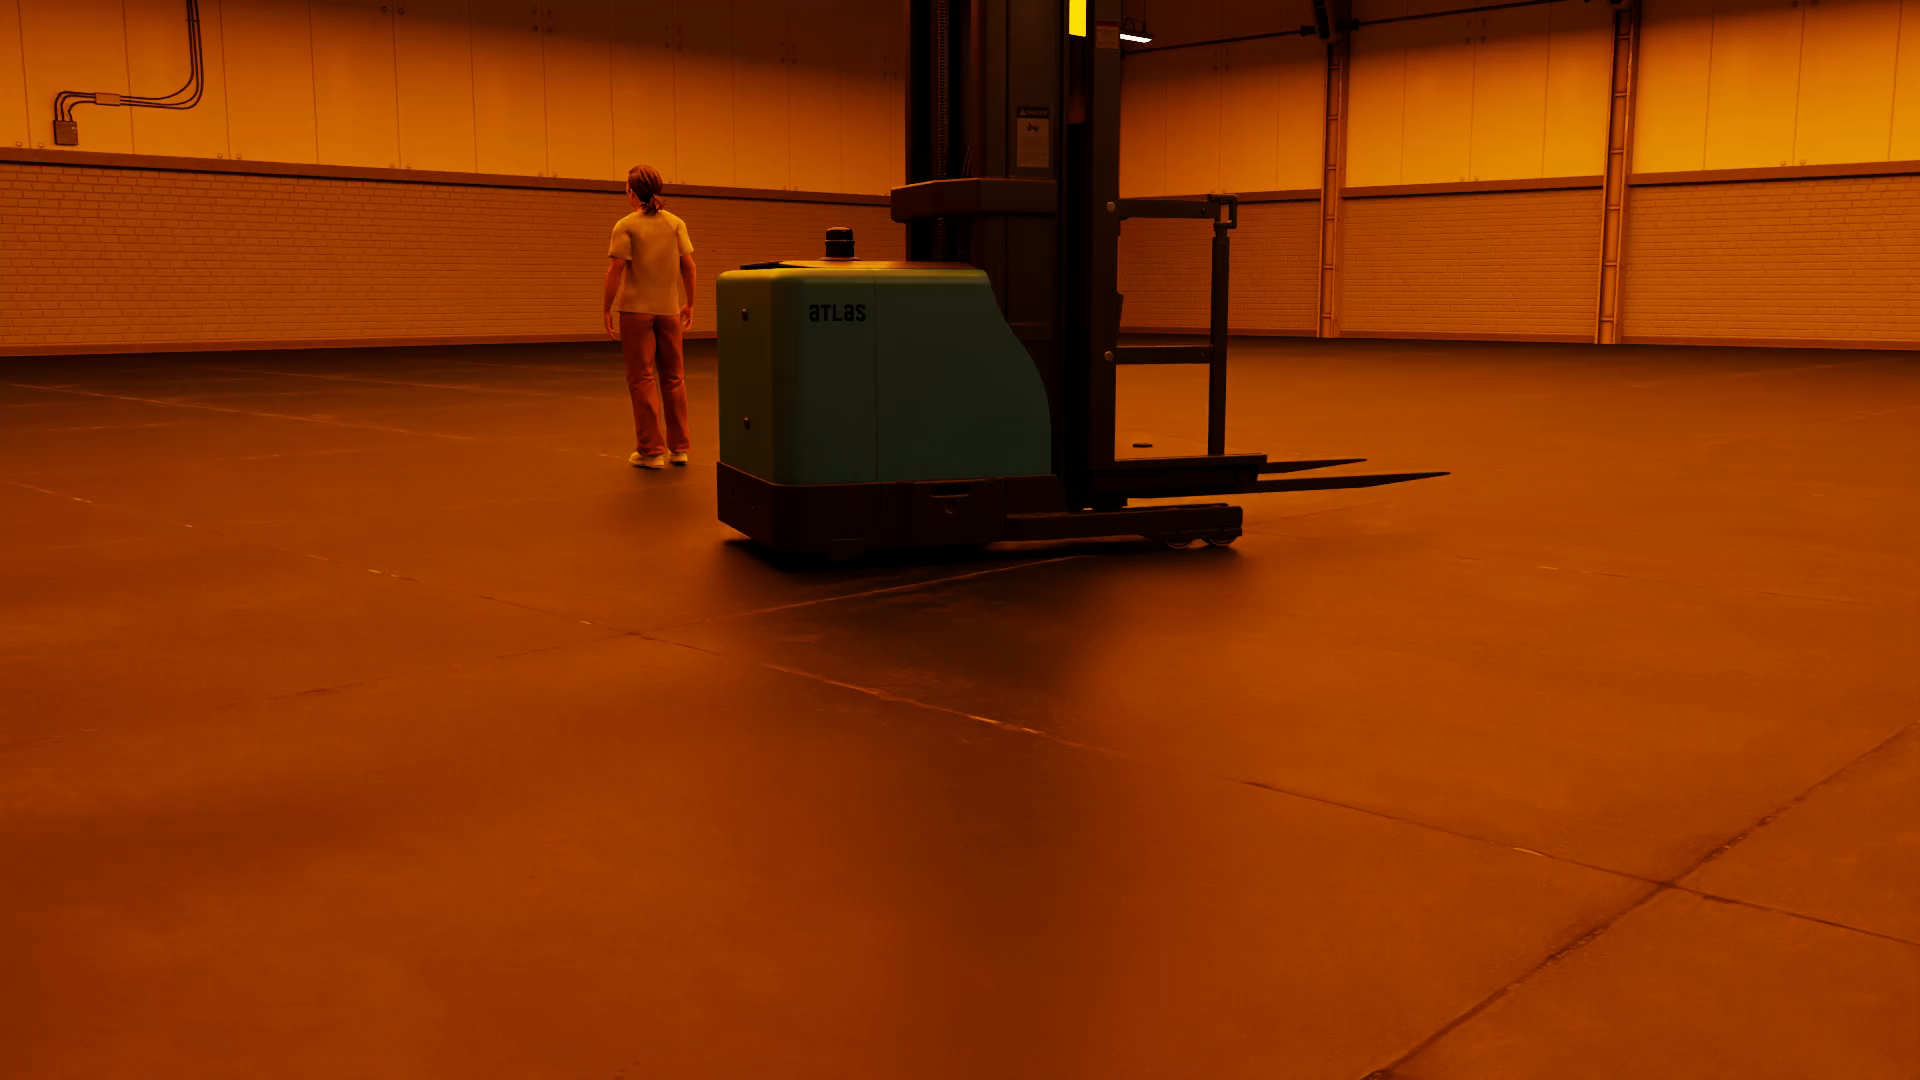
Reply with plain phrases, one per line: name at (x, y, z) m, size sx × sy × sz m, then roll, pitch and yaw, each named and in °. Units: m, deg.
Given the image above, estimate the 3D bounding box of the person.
person at (-1.764, -1.254, 9.366) m, size 0.554 × 1.676 × 0.550 m, roll -5°, pitch 10°, yaw -30°

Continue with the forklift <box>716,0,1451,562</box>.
forklift at (0.579, -1.483, 6.723) m, size 3.031 × 2.935 × 1.130 m, roll -3°, pitch 9°, yaw -21°
